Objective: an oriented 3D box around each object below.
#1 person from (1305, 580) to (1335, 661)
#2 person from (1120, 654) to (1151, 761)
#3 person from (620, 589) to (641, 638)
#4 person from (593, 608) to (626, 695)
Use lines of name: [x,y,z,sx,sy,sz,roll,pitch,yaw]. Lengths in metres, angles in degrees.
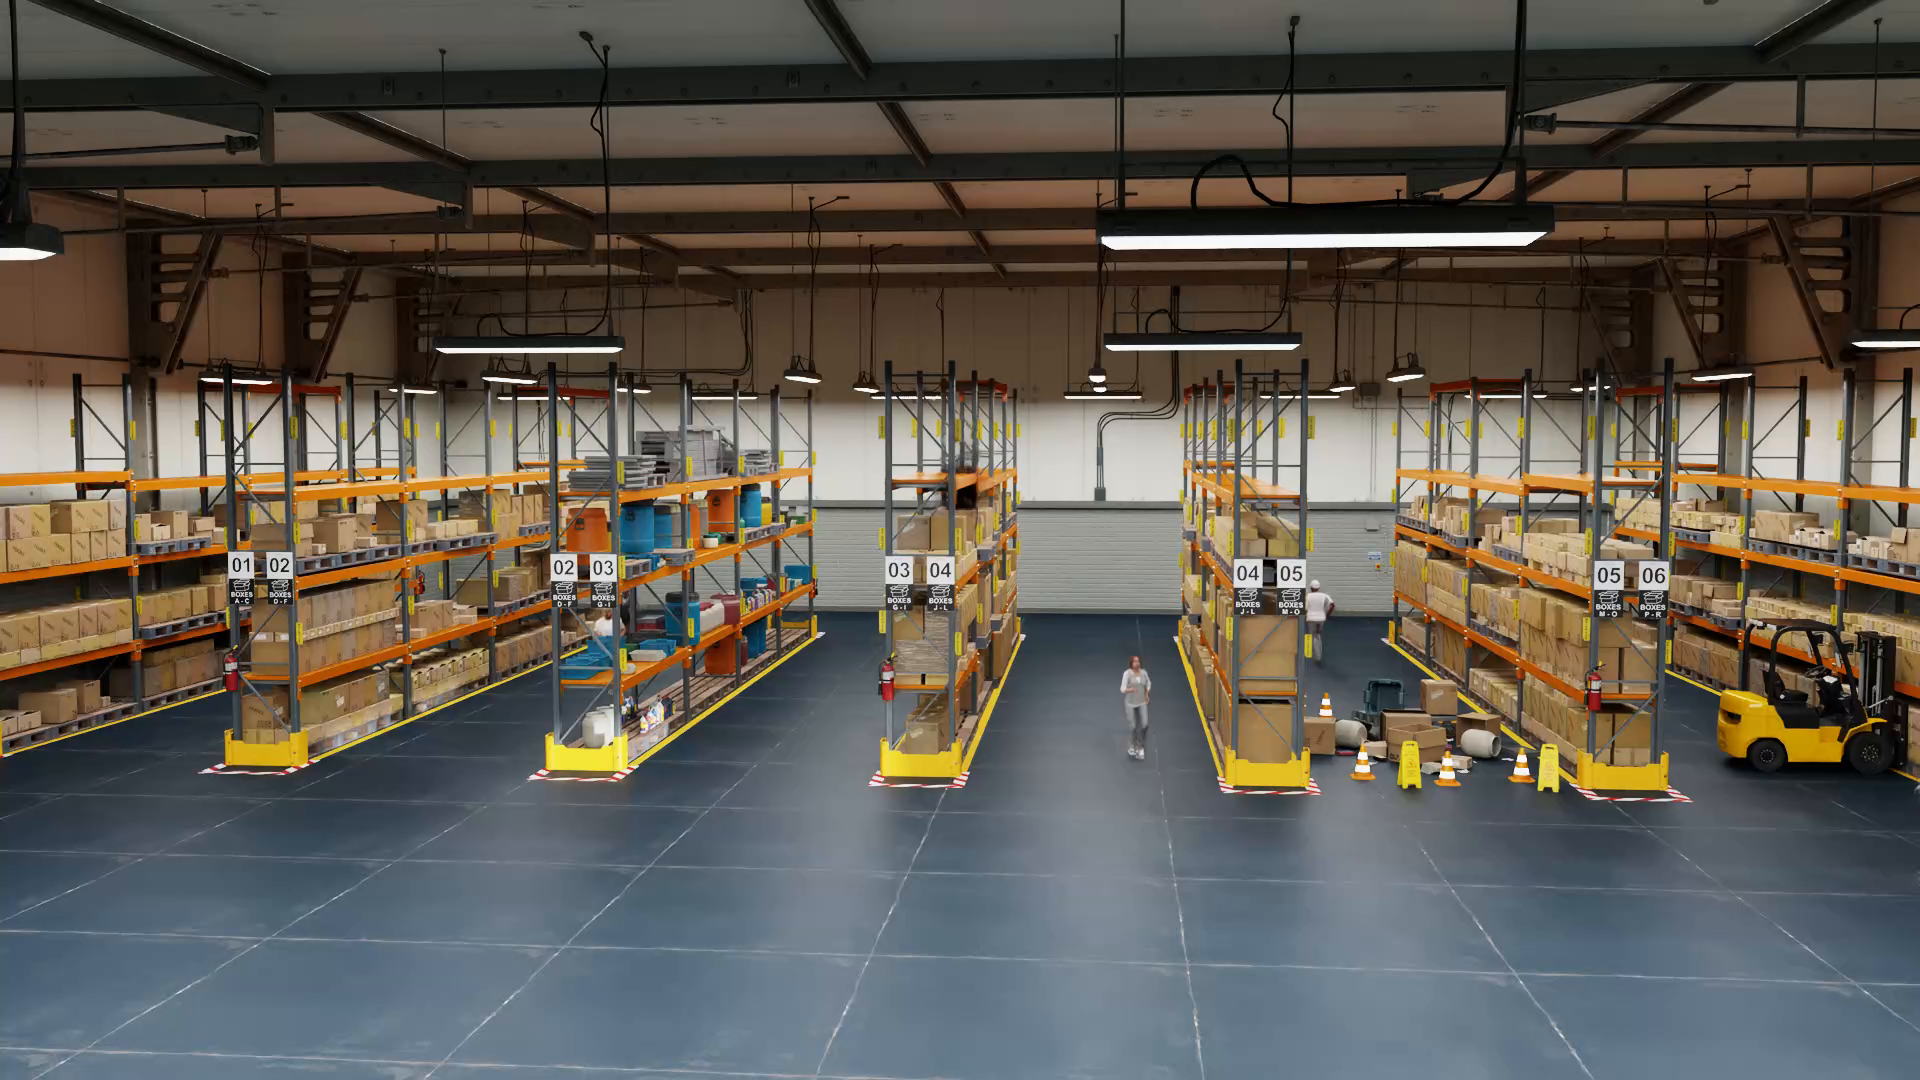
person: [7.684,1.769,35.966,0.672,1.801,0.739,-1,4,-8]
person: [2.686,2.543,25.247,0.514,1.618,0.640,0,4,-7]
person: [-7.200,1.794,35.774,0.663,1.728,0.940,0,4,-4]
person: [-6.691,2.064,31.653,0.606,1.666,0.873,0,4,-2]
